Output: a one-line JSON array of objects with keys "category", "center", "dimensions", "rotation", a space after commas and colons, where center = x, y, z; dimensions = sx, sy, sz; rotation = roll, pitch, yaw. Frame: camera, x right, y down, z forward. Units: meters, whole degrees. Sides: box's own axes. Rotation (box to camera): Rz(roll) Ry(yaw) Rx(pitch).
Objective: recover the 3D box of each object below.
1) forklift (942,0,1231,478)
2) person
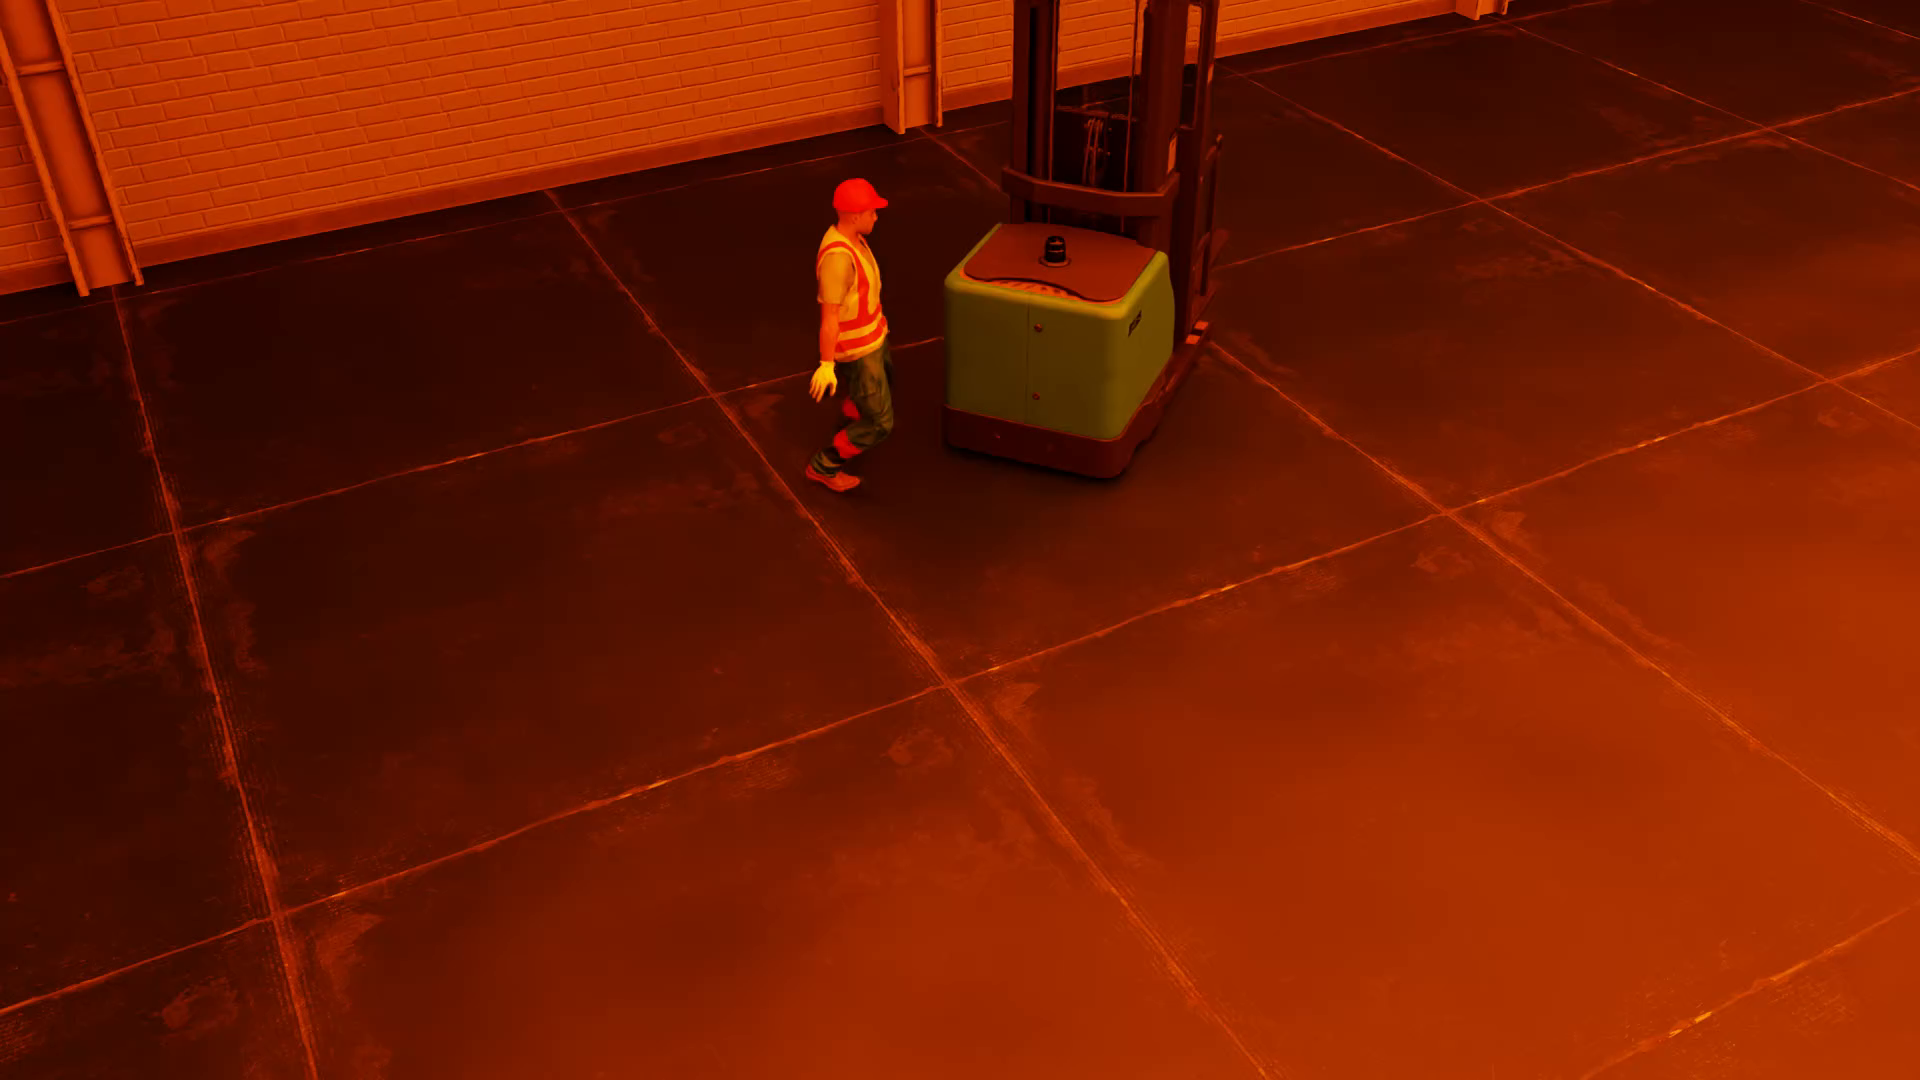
[{"category": "forklift", "center": [0.933, -2.375, 9.482], "dimensions": [1.130, 2.935, 3.031], "rotation": [13, 37, 18]}, {"category": "person", "center": [-0.566, -1.037, 8.669], "dimensions": [0.490, 1.692, 0.923], "rotation": [4, 35, 6]}]
